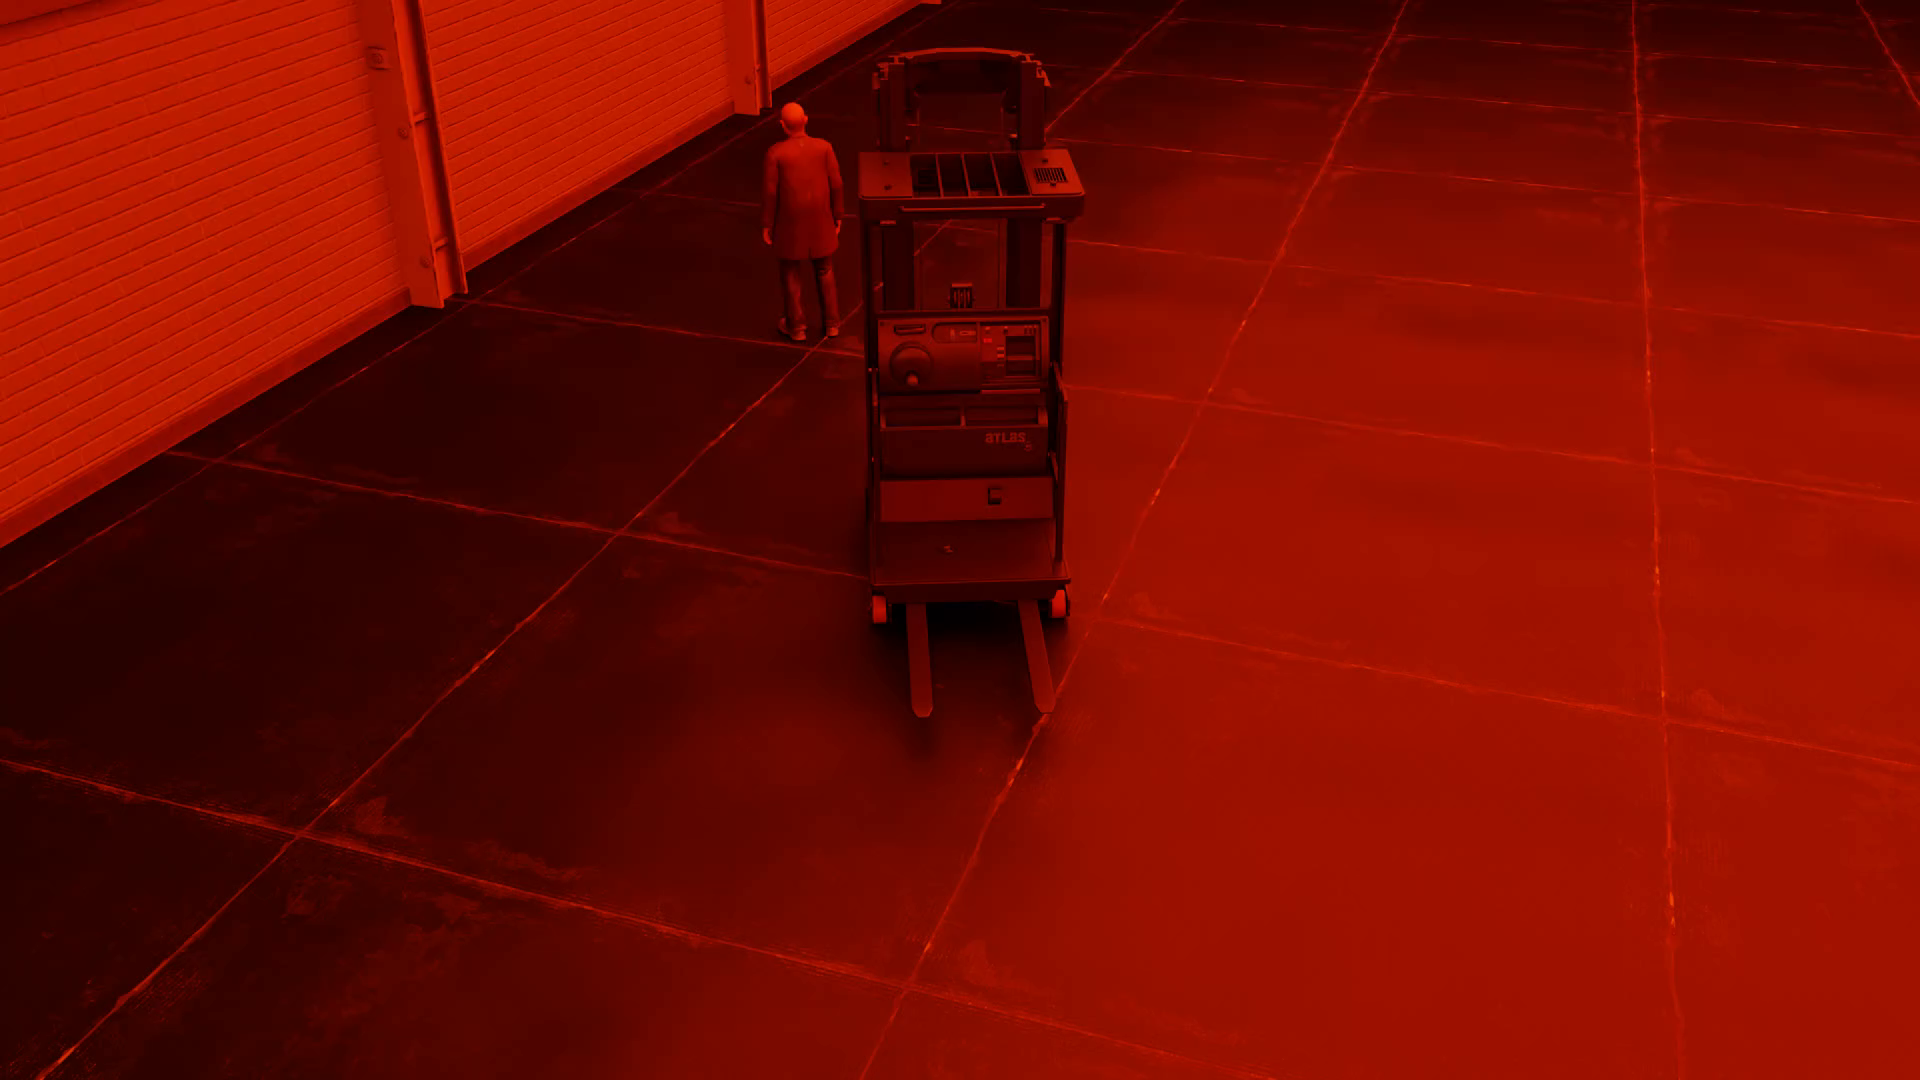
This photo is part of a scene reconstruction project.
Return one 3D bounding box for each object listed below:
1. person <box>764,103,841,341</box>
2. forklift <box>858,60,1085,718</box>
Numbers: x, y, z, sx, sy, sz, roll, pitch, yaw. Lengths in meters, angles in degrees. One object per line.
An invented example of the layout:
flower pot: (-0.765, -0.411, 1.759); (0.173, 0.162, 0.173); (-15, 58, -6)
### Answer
person: (-1.184, -2.390, 12.497); (0.608, 1.774, 0.379); (-10, 31, -17)
forklift: (0.035, -0.945, 8.858); (1.129, 2.867, 3.031); (-2, 30, -3)
